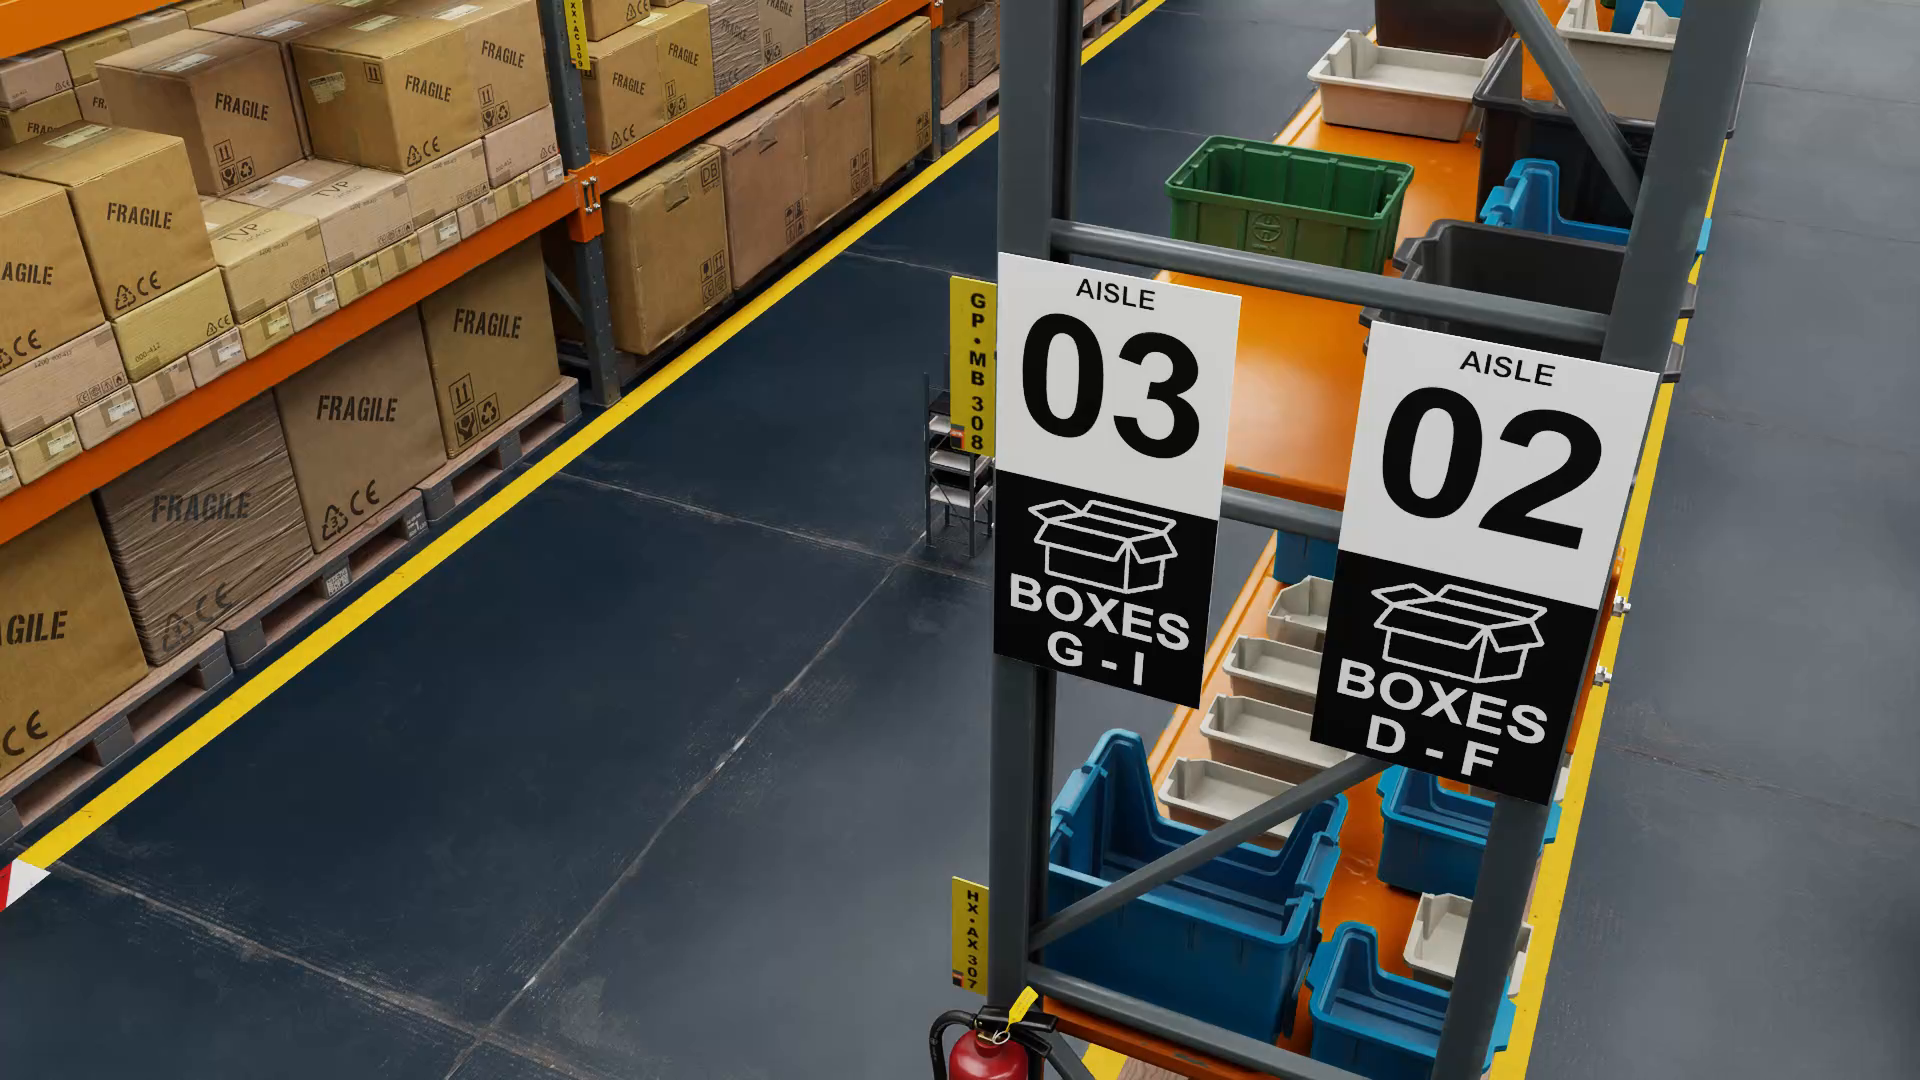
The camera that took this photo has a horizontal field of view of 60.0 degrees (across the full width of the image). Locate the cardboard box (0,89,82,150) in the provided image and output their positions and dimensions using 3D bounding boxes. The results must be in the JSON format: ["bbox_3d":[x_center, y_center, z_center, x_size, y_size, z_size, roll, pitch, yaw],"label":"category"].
[{"bbox_3d":[-6.201,-2.713,11.049,0.500,0.500,0.500,16,36,22],"label":"cardboard box"}]

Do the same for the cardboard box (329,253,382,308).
[{"bbox_3d":[-2.656,-1.116,6.945,0.380,0.149,0.250,14,36,20],"label":"cardboard box"}]

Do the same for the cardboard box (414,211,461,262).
[{"bbox_3d":[-2.441,-1.372,7.335,0.380,0.149,0.250,15,36,21],"label":"cardboard box"}]

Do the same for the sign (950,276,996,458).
[{"bbox_3d":[0.030,-0.288,2.814,0.100,0.325,0.005,14,36,20],"label":"sign"}]

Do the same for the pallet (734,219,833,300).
[{"bbox_3d":[-1.525,-1.933,10.505,1.003,0.211,1.213,14,36,20],"label":"pallet"}]

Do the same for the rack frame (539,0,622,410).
[{"bbox_3d":[-2.289,-2.088,8.198,1.000,3.000,0.127,14,36,20],"label":"rack frame"}]

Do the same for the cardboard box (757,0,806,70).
[{"bbox_3d":[-1.239,-3.060,9.589,0.500,0.500,0.500,15,36,21],"label":"cardboard box"}]

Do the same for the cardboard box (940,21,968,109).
[{"bbox_3d":[-0.353,-3.557,12.317,0.700,0.500,0.500,12,35,18],"label":"cardboard box"}]

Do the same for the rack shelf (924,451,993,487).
[{"bbox_3d":[-0.003,-0.344,7.515,0.258,0.077,0.200,14,36,20],"label":"rack shelf"}]

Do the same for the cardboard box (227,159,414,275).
[{"bbox_3d":[-2.663,-1.357,6.949,0.500,0.250,0.500,15,36,21],"label":"cardboard box"}]

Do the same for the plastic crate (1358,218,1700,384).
[{"bbox_3d":[0.951,-0.287,2.836,0.497,0.269,0.590,14,36,20],"label":"plastic crate"}]

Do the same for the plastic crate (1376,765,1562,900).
[{"bbox_3d":[1.214,0.710,4.029,0.416,0.233,0.300,14,36,20],"label":"plastic crate"}]

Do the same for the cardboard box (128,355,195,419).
[{"bbox_3d":[-3.086,-0.604,6.164,0.380,0.149,0.250,13,36,20],"label":"cardboard box"}]

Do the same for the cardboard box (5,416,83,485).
[{"bbox_3d":[-3.301,-0.347,5.773,0.380,0.149,0.250,13,36,19],"label":"cardboard box"}]

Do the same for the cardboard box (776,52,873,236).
[{"bbox_3d":[-1.303,-2.586,10.513,1.225,0.875,0.875,14,36,21],"label":"cardboard box"}]

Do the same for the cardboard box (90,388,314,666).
[{"bbox_3d":[-3.386,-0.173,6.833,0.875,0.875,0.875,14,36,20],"label":"cardboard box"}]

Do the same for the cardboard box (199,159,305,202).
[{"bbox_3d":[-3.147,-1.470,7.121,0.500,0.250,0.500,15,36,22],"label":"cardboard box"}]

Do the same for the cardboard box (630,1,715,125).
[{"bbox_3d":[-1.660,-2.552,8.815,0.500,0.500,0.500,14,36,21],"label":"cardboard box"}]

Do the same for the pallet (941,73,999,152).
[{"bbox_3d":[-0.287,-3.303,12.594,1.003,0.211,1.213,14,36,20],"label":"pallet"}]

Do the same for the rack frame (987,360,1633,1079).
[{"bbox_3d":[0.536,1.041,3.427,1.000,3.000,0.127,14,36,20],"label":"rack frame"}]

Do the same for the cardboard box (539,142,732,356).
[{"bbox_3d":[-2.039,-1.698,9.159,1.225,0.875,0.875,14,36,21],"label":"cardboard box"}]

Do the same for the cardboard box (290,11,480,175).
[{"bbox_3d":[-2.452,-1.924,7.130,0.500,0.500,0.500,15,36,21],"label":"cardboard box"}]

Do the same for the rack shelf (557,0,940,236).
[{"bbox_3d":[-1.452,-2.783,9.915,1.077,0.370,4.000,14,36,20],"label":"rack shelf"}]

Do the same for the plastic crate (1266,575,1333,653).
[{"bbox_3d":[1.049,0.241,4.832,0.298,0.136,0.250,14,36,20],"label":"plastic crate"}]

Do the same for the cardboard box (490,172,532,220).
[{"bbox_3d":[-2.226,-1.627,7.725,0.380,0.149,0.250,15,36,21],"label":"cardboard box"}]

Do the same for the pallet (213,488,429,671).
[{"bbox_3d":[-3.187,0.049,7.483,1.003,0.211,1.213,14,36,20],"label":"pallet"}]

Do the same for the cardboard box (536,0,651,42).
[{"bbox_3d":[-2.029,-2.869,8.384,0.797,0.503,0.637,13,36,19],"label":"cardboard box"}]

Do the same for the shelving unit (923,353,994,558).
[{"bbox_3d":[-0.003,-0.372,7.497,0.258,0.900,0.210,14,36,20],"label":"shelving unit"}]

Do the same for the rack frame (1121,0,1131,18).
[{"bbox_3d":[1.058,-6.072,14.275,1.000,3.000,0.127,14,36,20],"label":"rack frame"}]

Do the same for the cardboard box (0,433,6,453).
[{"bbox_3d":[-3.516,-0.334,5.390,0.500,0.250,0.500,13,36,19],"label":"cardboard box"}]

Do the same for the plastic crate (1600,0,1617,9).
[{"bbox_3d":[2.307,-1.837,5.274,0.450,0.188,0.662,14,36,20],"label":"plastic crate"}]

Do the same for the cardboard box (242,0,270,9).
[{"bbox_3d":[-5.327,-4.057,12.415,0.500,0.250,0.500,15,36,21],"label":"cardboard box"}]

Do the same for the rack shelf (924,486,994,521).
[{"bbox_3d":[-0.003,-0.194,7.614,0.258,0.077,0.200,14,36,20],"label":"rack shelf"}]

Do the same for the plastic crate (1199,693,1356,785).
[{"bbox_3d":[0.847,0.537,4.381,0.396,0.136,0.243,14,36,20],"label":"plastic crate"}]

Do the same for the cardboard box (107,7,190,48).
[{"bbox_3d":[-5.764,-3.546,11.635,0.500,0.250,0.500,16,36,22],"label":"cardboard box"}]

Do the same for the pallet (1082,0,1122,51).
[{"bbox_3d":[0.734,-4.518,14.448,1.003,0.211,1.213,14,36,20],"label":"pallet"}]

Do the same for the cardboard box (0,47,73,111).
[{"bbox_3d":[-6.202,-3.027,10.844,0.500,0.250,0.500,13,35,18],"label":"cardboard box"}]

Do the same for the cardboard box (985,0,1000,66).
[{"bbox_3d":[0.098,-4.120,13.176,0.700,0.500,0.500,17,37,24],"label":"cardboard box"}]

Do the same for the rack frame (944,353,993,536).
[{"bbox_3d":[0.039,-0.423,7.574,0.240,0.900,0.006,14,36,20],"label":"rack frame"}]

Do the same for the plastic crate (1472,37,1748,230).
[{"bbox_3d":[1.425,-0.886,3.686,0.504,0.338,0.767,14,36,20],"label":"plastic crate"}]

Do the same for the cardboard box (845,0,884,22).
[{"bbox_3d":[-0.811,-3.572,10.371,0.500,0.500,0.500,14,36,20],"label":"cardboard box"}]

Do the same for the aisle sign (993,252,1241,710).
[{"bbox_3d":[0.240,-0.078,2.762,0.394,0.787,0.004,14,36,20],"label":"aisle sign"}]

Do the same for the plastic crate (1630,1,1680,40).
[{"bbox_3d":[2.023,-1.375,4.616,0.293,0.136,0.466,14,36,20],"label":"plastic crate"}]

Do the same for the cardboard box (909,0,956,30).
[{"bbox_3d":[-0.362,-3.873,12.115,0.500,0.250,0.500,16,36,22],"label":"cardboard box"}]

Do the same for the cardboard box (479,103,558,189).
[{"bbox_3d":[-2.235,-1.869,7.731,0.500,0.250,0.500,14,36,20],"label":"cardboard box"}]

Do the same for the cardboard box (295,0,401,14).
[{"bbox_3d":[-2.721,-2.283,7.678,0.500,0.500,0.500,14,36,20],"label":"cardboard box"}]

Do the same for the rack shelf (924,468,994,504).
[{"bbox_3d":[-0.003,-0.269,7.565,0.258,0.077,0.200,14,36,20],"label":"rack shelf"}]

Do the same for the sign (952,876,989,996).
[{"bbox_3d":[0.030,0.854,3.563,0.100,0.325,0.005,14,36,20],"label":"sign"}]

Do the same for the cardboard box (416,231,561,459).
[{"bbox_3d":[-2.638,-1.064,8.193,0.875,0.875,0.875,14,36,20],"label":"cardboard box"}]

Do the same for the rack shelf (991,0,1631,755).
[{"bbox_3d":[1.373,-0.909,4.321,1.077,0.370,4.000,14,36,20],"label":"rack shelf"}]

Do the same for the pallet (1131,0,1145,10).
[{"bbox_3d":[1.307,-5.249,15.562,1.003,0.211,1.213,14,36,20],"label":"pallet"}]

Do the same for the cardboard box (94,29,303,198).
[{"bbox_3d":[-3.148,-1.779,6.910,0.500,0.500,0.500,13,35,19],"label":"cardboard box"}]

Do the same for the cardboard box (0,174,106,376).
[{"bbox_3d":[-3.307,-0.897,5.564,0.500,0.500,0.500,13,36,19],"label":"cardboard box"}]

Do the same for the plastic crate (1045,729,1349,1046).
[{"bbox_3d":[0.507,0.791,3.721,0.616,0.435,0.499,14,36,20],"label":"plastic crate"}]

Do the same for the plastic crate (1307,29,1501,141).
[{"bbox_3d":[1.175,-1.189,4.333,0.437,0.136,0.530,14,36,20],"label":"plastic crate"}]

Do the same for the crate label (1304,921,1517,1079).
[{"bbox_3d":[0.939,1.038,3.529,0.416,0.233,0.303,14,36,20],"label":"crate label"}]

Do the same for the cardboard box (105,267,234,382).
[{"bbox_3d":[-3.091,-0.844,6.167,0.500,0.250,0.500,13,35,19],"label":"cardboard box"}]

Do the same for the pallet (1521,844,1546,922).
[{"bbox_3d":[1.428,1.200,5.728,1.003,0.211,1.213,14,36,20],"label":"pallet"}]

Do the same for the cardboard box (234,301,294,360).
[{"bbox_3d":[-2.872,-0.858,6.552,0.380,0.149,0.250,13,36,19],"label":"cardboard box"}]
